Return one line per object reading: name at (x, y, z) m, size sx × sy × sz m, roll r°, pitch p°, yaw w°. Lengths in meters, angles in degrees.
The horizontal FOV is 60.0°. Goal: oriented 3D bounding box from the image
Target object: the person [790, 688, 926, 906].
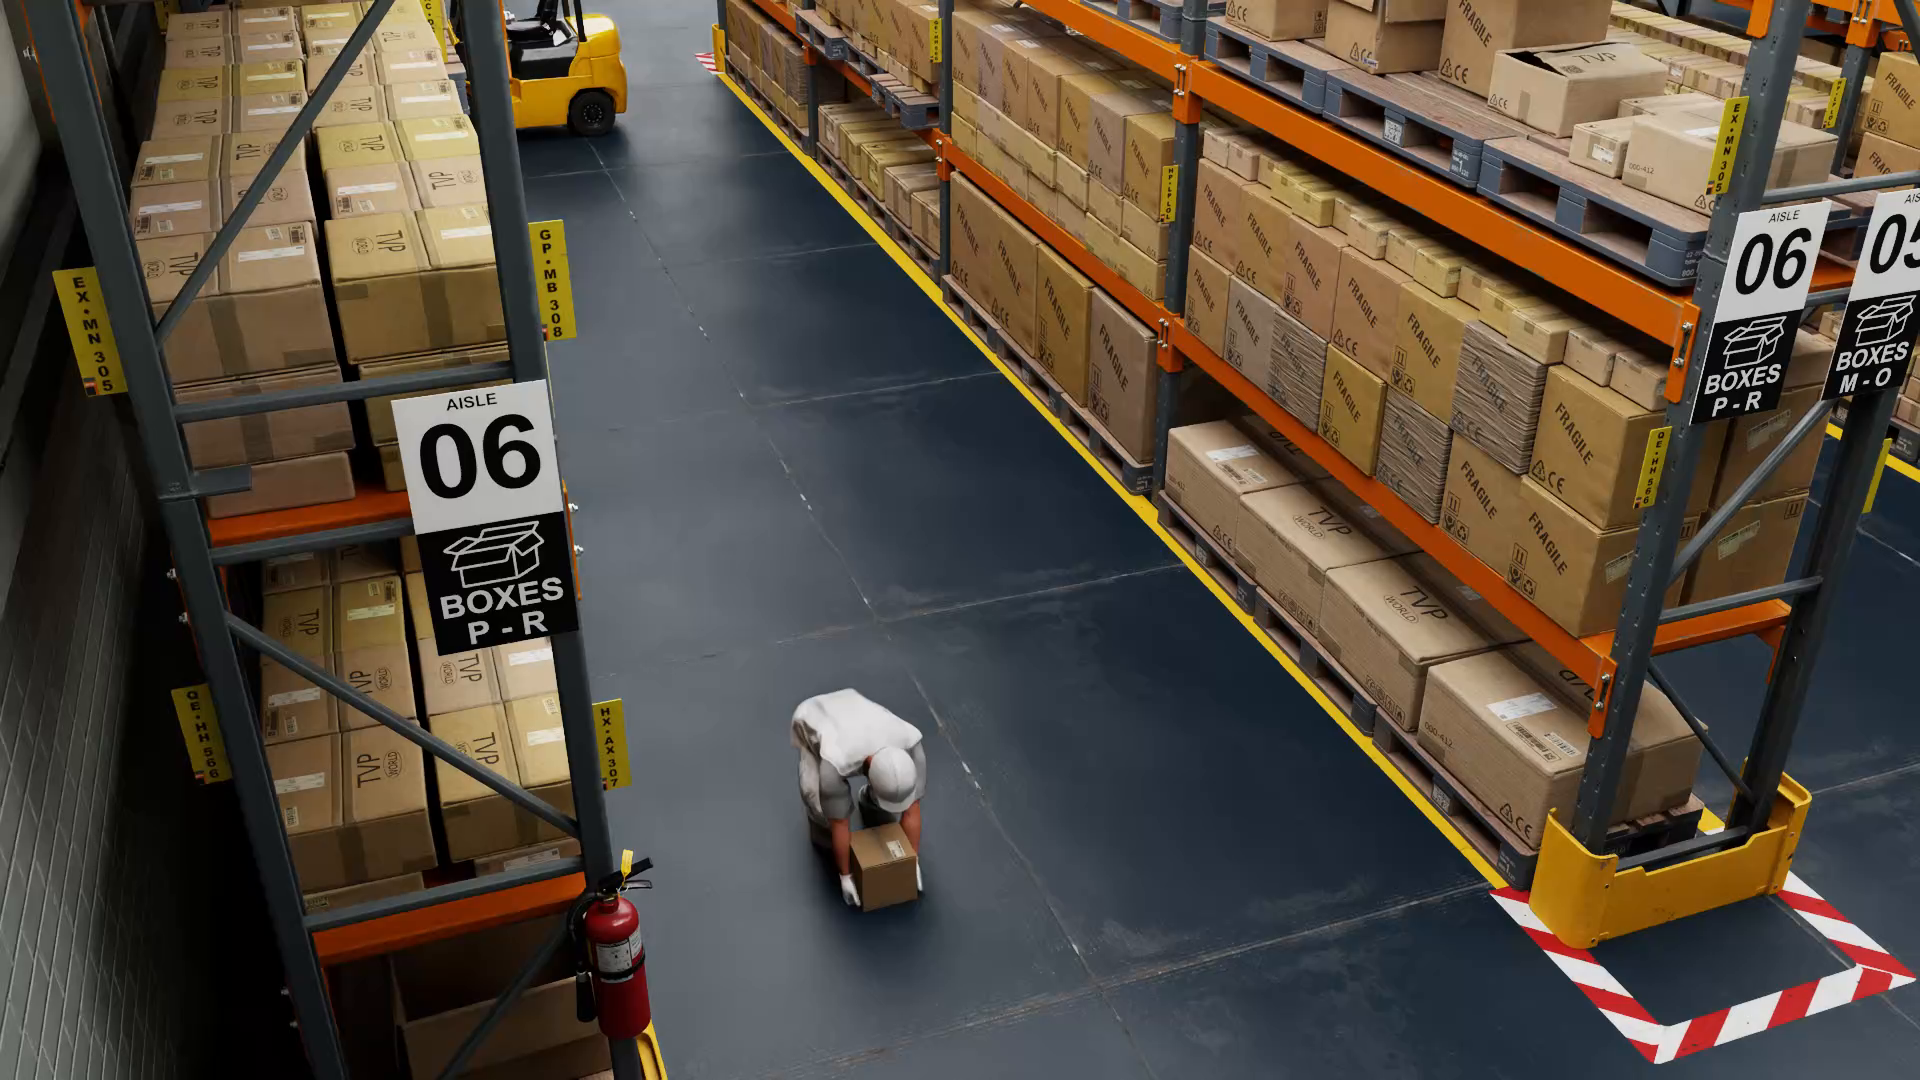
person at (-0.448, 1.104, 7.473) m, size 0.534 × 0.844 × 0.937 m, roll -11°, pitch 31°, yaw -19°
